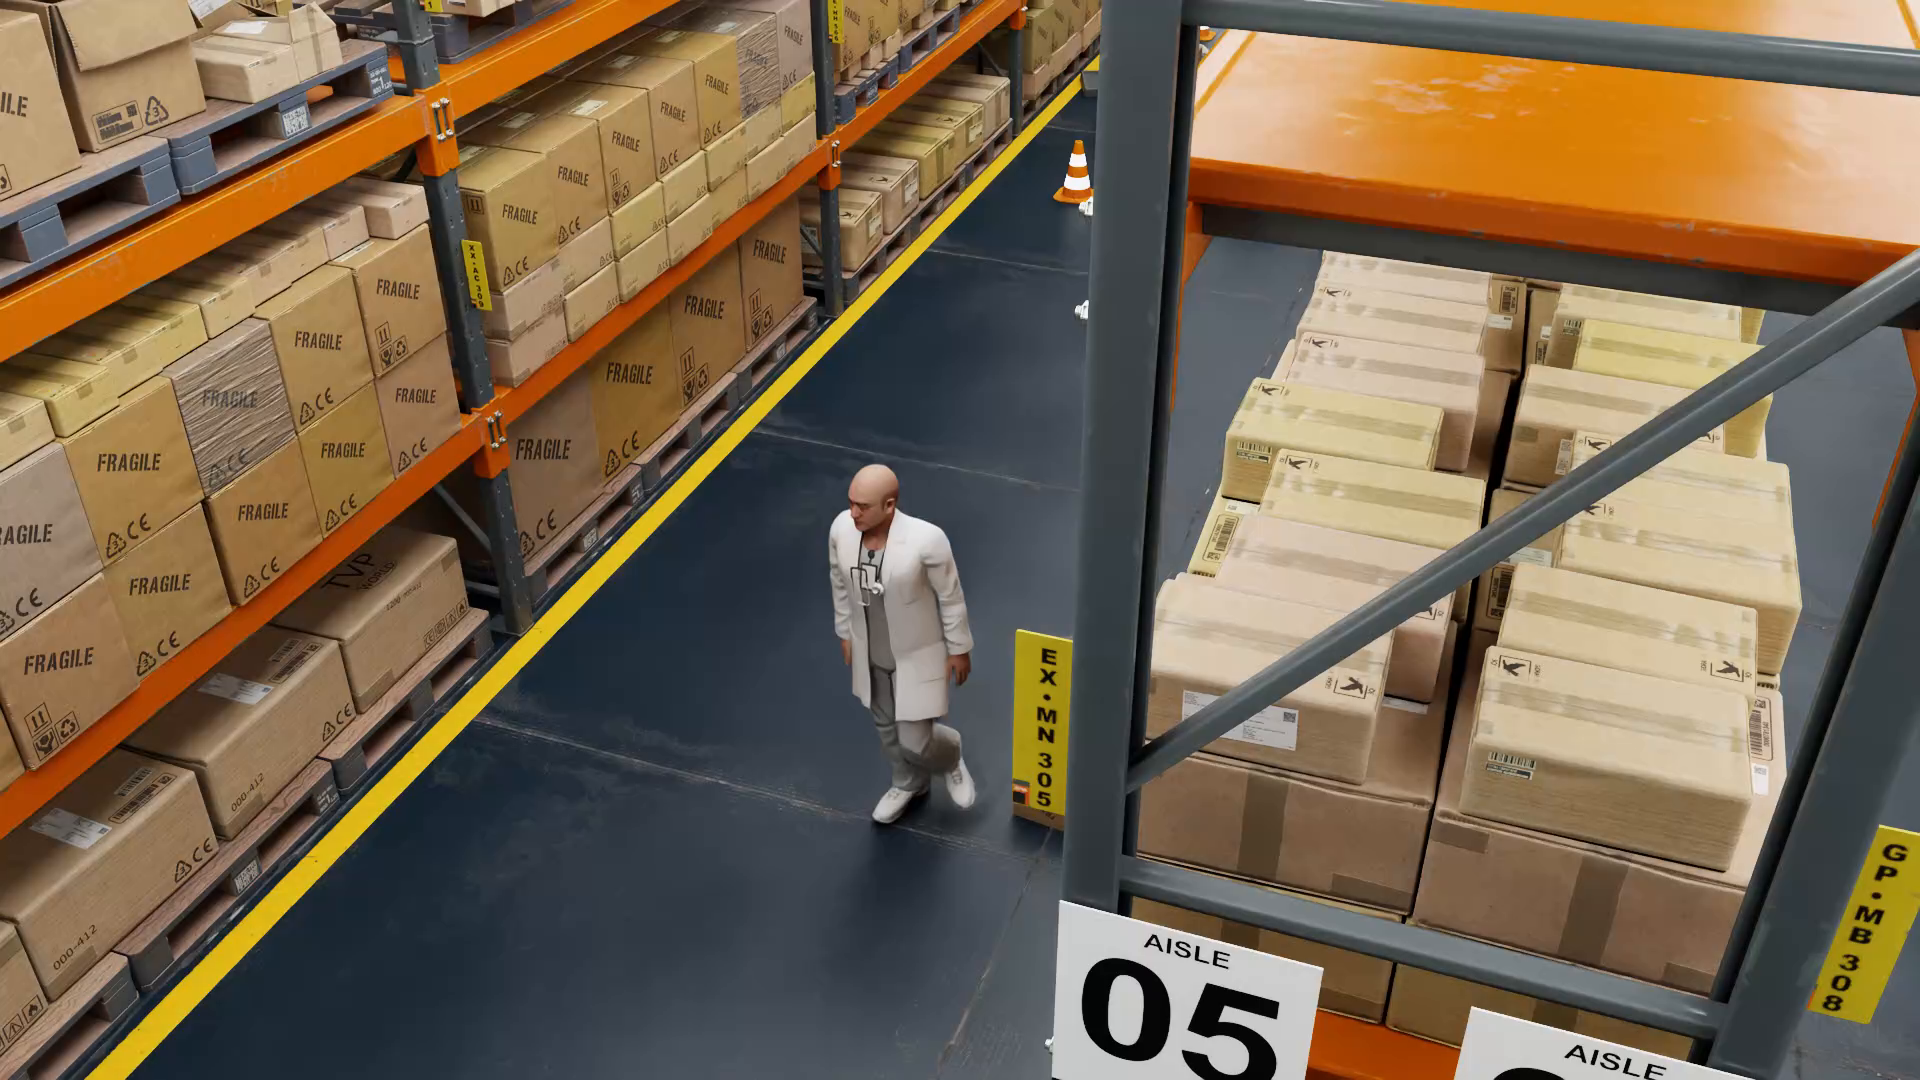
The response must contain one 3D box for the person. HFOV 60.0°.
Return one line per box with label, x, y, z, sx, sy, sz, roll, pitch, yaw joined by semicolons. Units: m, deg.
person;-0.242;0.429;6.899;0.621;1.770;0.552;17;37;24
